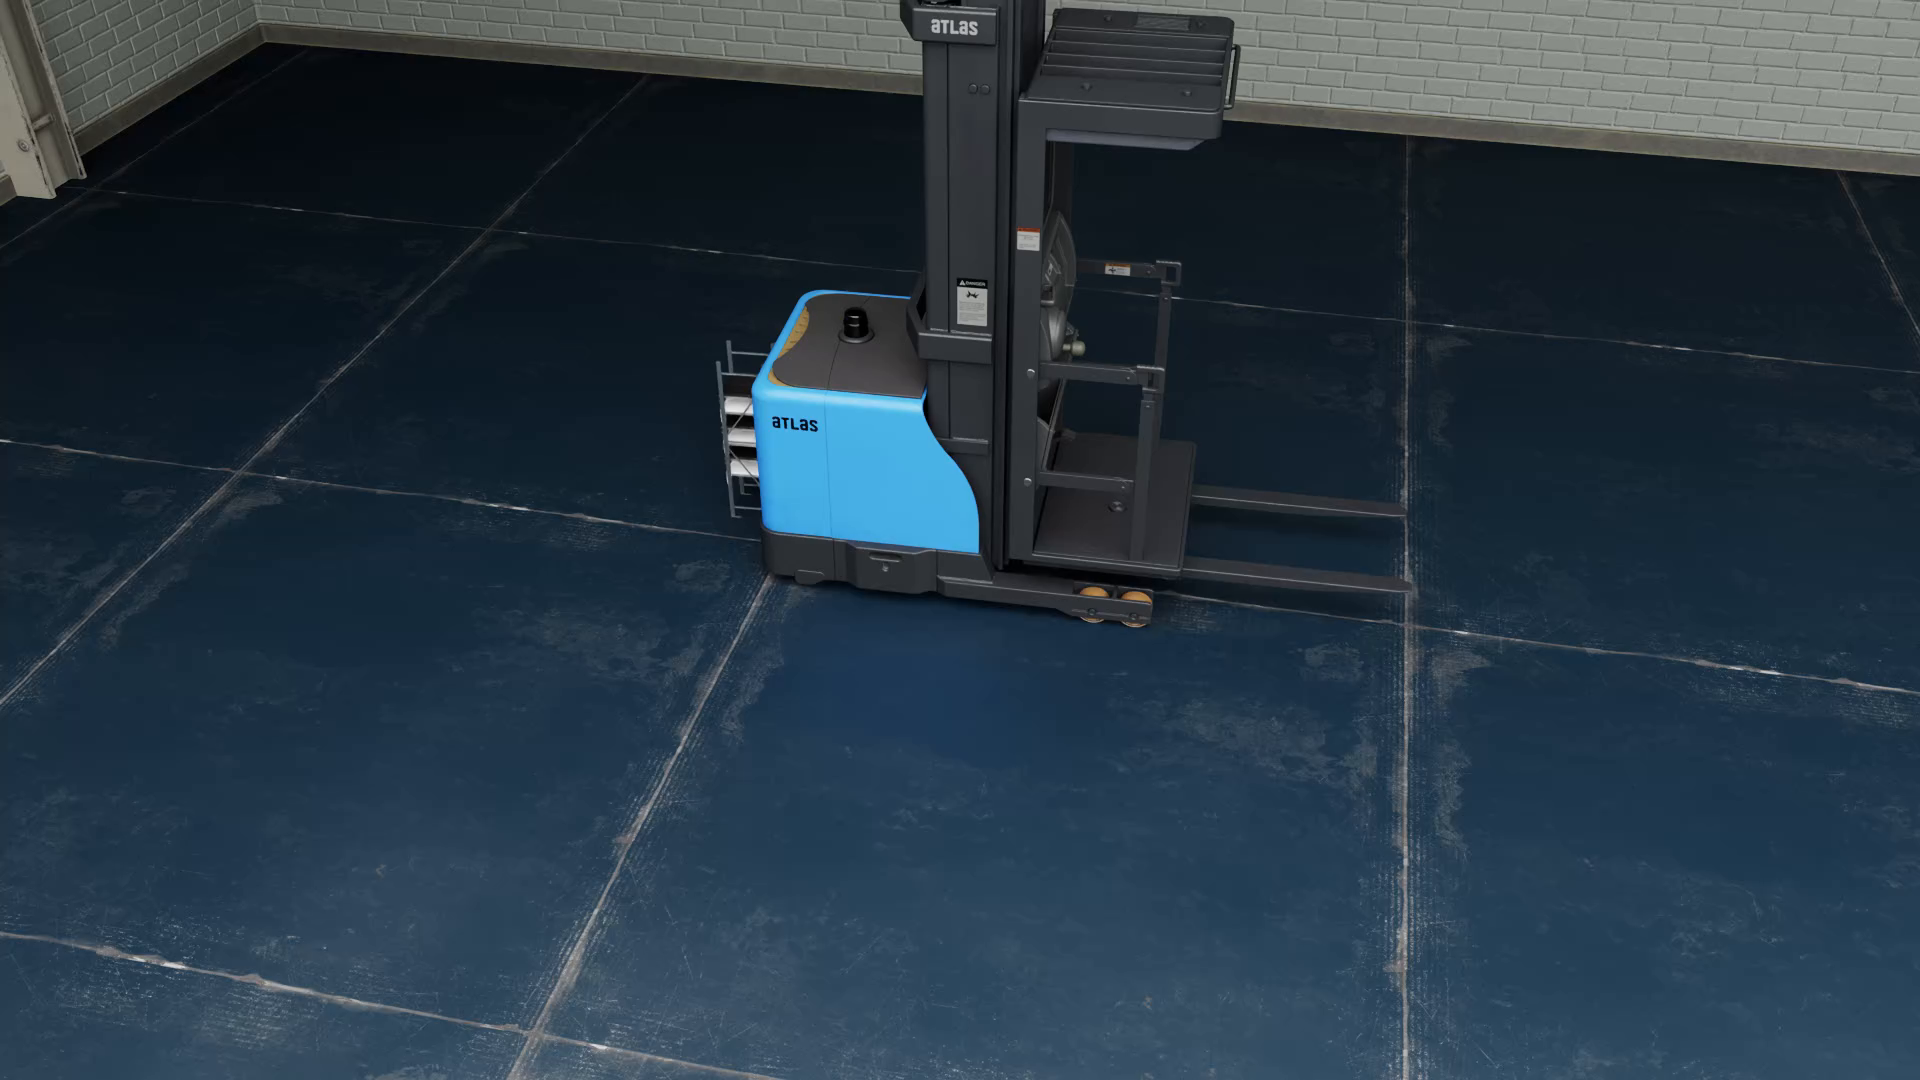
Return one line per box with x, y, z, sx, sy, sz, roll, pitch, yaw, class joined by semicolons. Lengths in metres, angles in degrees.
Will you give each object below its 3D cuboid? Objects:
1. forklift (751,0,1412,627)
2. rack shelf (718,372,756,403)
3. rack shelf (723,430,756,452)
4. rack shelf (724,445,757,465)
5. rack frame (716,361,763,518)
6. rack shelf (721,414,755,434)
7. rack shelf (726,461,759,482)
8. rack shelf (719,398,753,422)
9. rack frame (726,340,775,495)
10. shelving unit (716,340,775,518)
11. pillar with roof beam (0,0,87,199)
0.621;-1.122;7.300;3.031;2.935;1.130;6;36;8;forklift
-1.025;-0.724;8.079;0.258;0.077;0.200;4;36;6;rack shelf
-1.025;-0.505;8.237;0.258;0.077;0.200;4;36;6;rack shelf
-1.025;-0.432;8.290;0.258;0.077;0.200;4;36;6;rack shelf
-1.037;-0.473;8.136;0.240;0.900;0.006;4;36;6;rack frame
-1.025;-0.578;8.184;0.258;0.077;0.200;4;36;6;rack shelf
-1.025;-0.360;8.343;0.258;0.077;0.200;4;36;6;rack shelf
-1.025;-0.651;8.132;0.258;0.077;0.200;4;36;6;rack shelf
-1.012;-0.591;8.299;0.240;0.900;0.006;4;36;6;rack frame
-1.025;-0.532;8.218;0.258;0.900;0.210;4;36;6;shelving unit
-2.187;-5.596;8.304;9.100;9.000;0.400;7;37;10;pillar with roof beam
